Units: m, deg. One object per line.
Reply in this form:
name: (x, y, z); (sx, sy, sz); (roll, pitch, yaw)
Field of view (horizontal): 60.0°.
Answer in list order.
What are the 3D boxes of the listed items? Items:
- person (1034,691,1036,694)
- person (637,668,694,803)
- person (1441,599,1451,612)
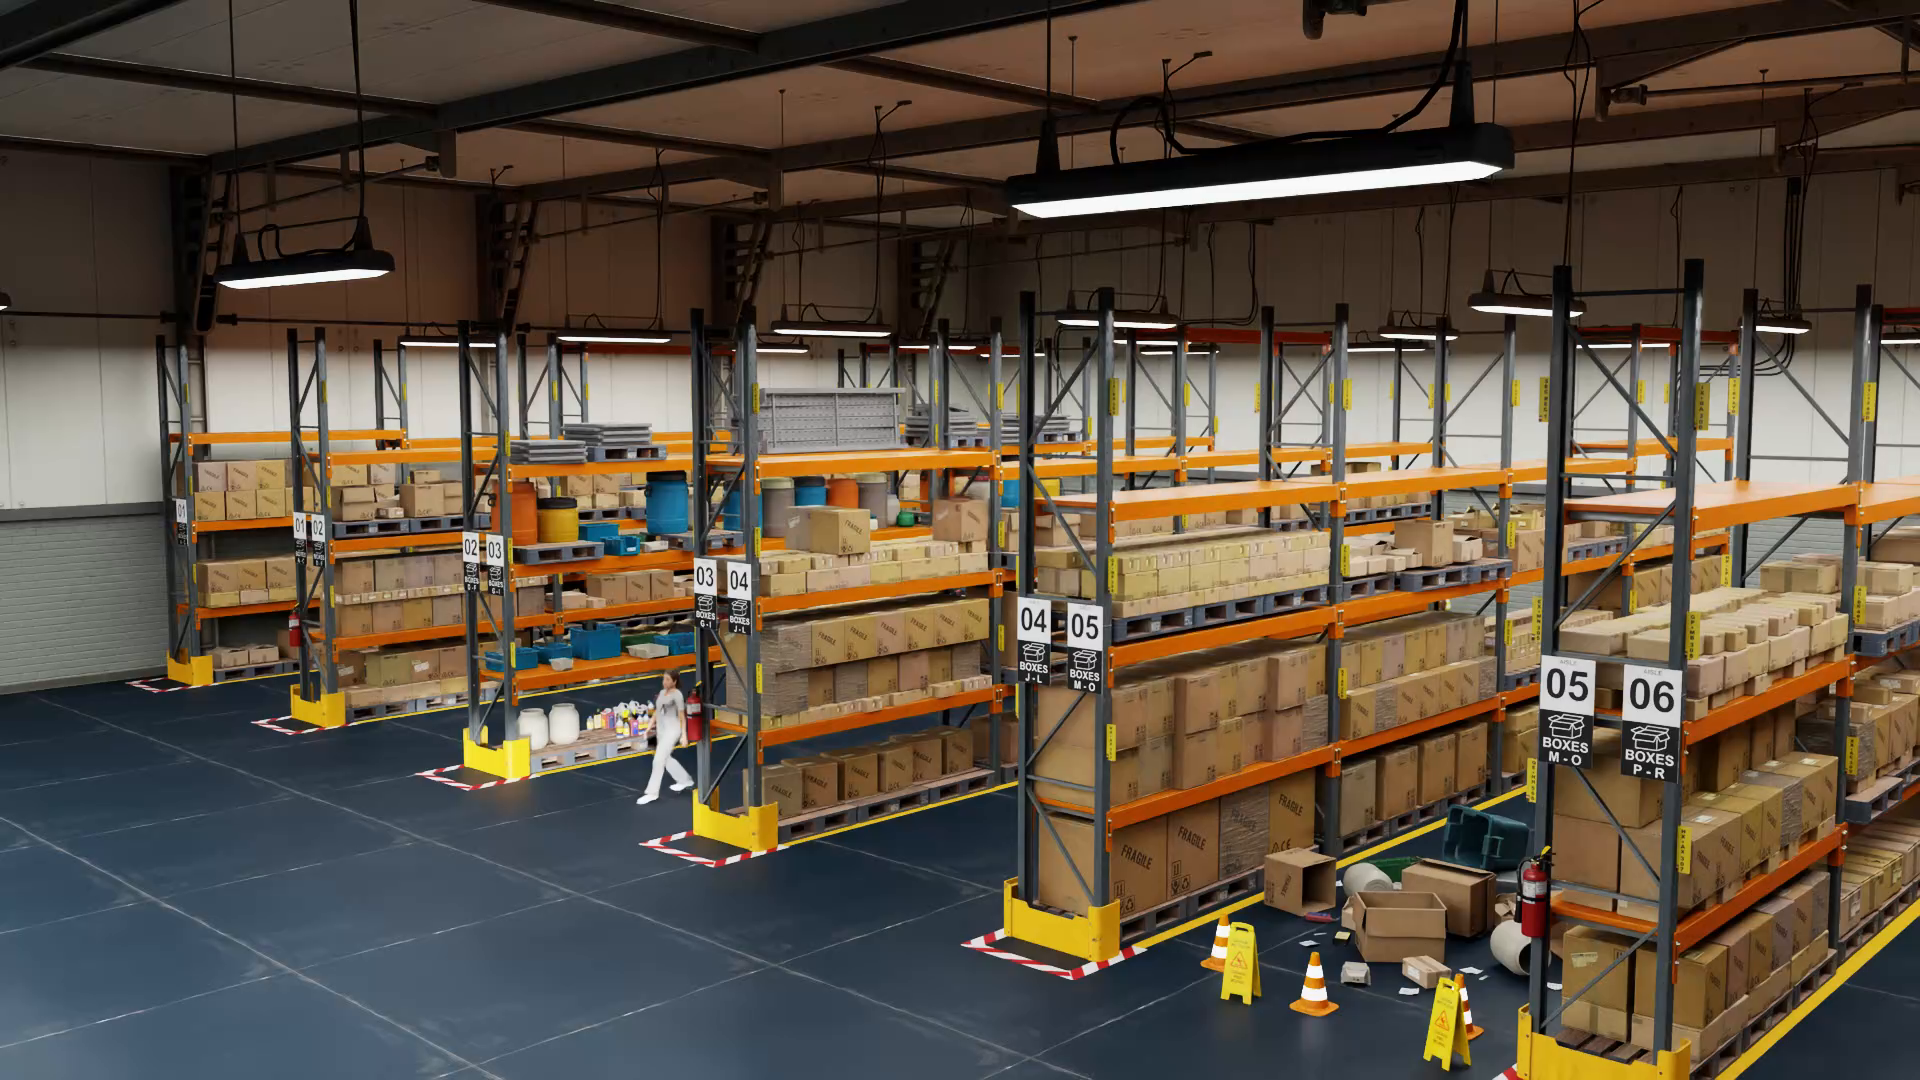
person: (1.053, 1.727, 27.546); (0.486, 1.725, 0.565); (-1, 5, -12)
person: (-3.643, 2.411, 20.683); (0.834, 1.644, 0.531); (-5, 8, -44)
person: (9.117, 1.316, 31.762); (0.924, 1.736, 0.584); (3, 6, 28)
